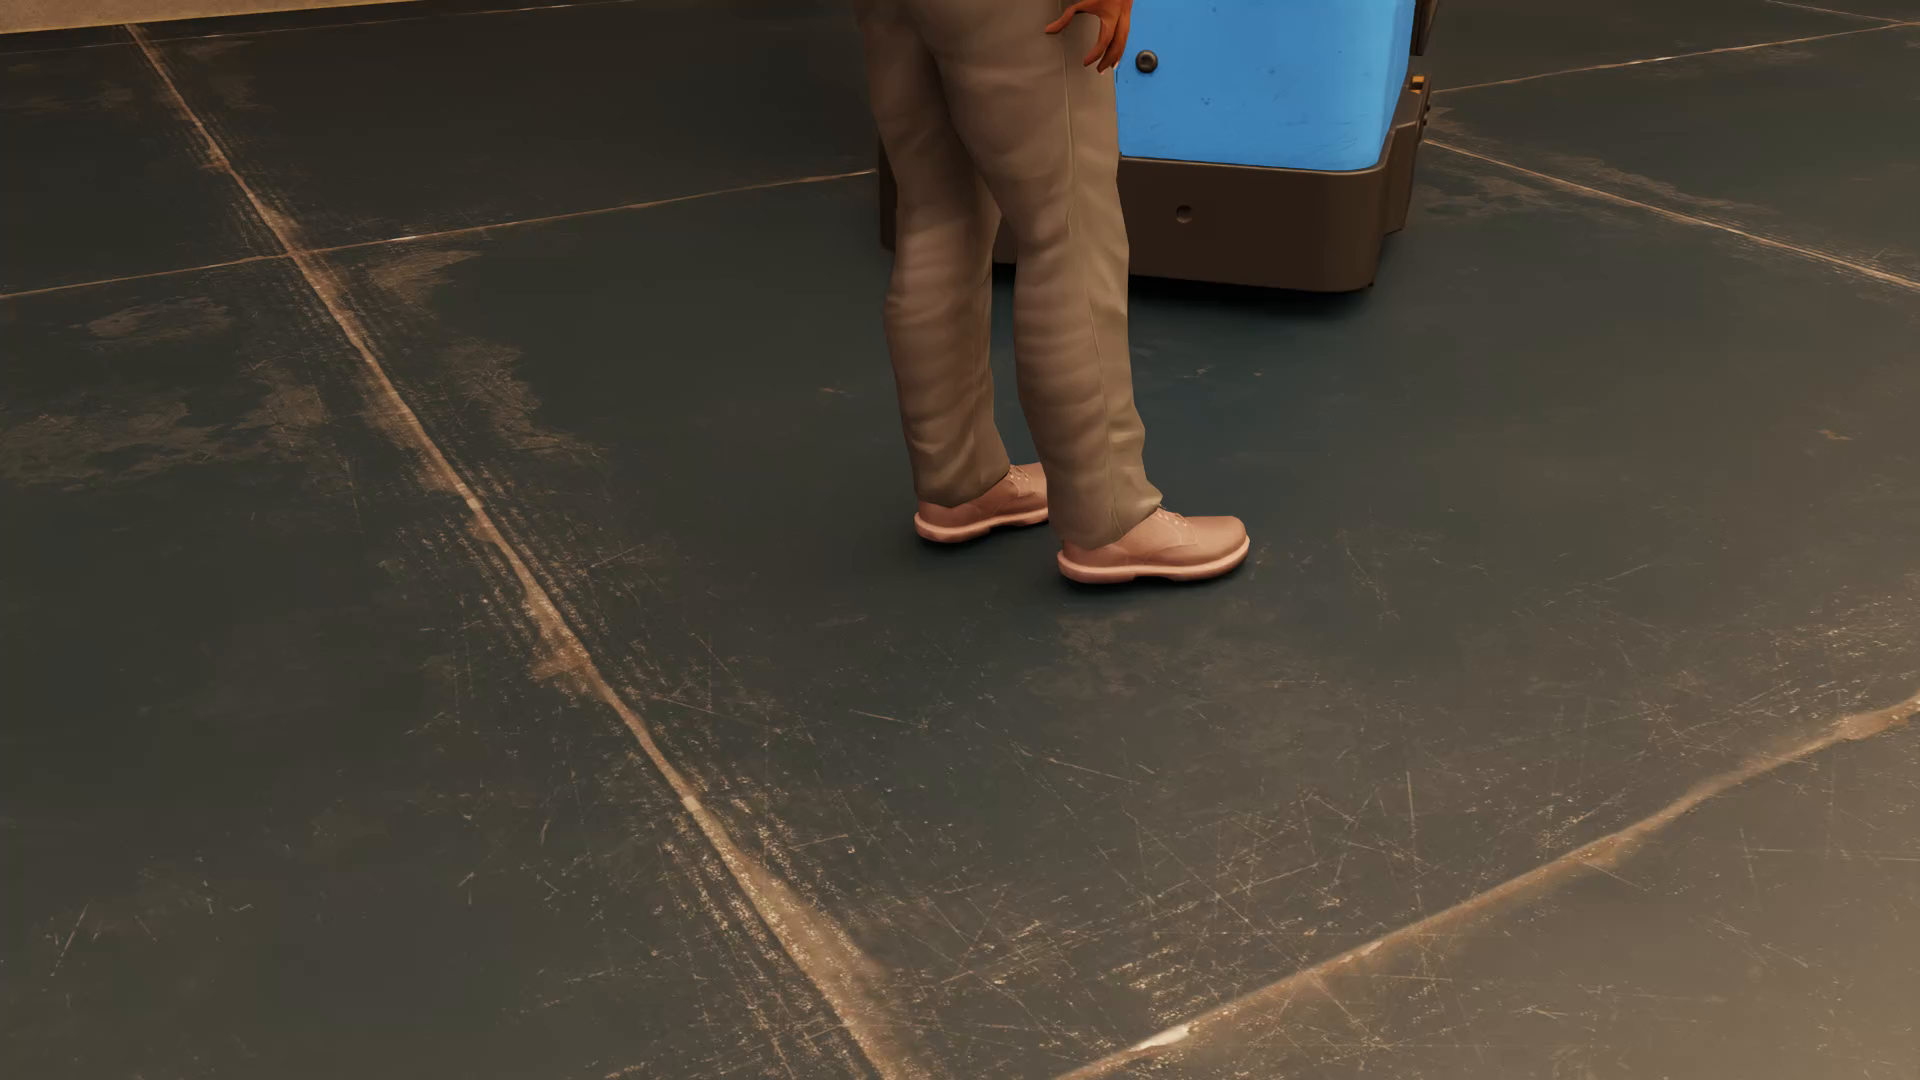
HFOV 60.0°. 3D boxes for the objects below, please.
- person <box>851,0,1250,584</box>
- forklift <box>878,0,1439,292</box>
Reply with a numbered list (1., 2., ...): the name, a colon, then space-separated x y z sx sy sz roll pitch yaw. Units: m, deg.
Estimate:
1. person: 0.086 -0.756 2.146 0.503 1.656 0.569 -15 30 -26
2. forklift: 0.741 -2.447 4.085 1.130 2.935 3.031 8 28 15
